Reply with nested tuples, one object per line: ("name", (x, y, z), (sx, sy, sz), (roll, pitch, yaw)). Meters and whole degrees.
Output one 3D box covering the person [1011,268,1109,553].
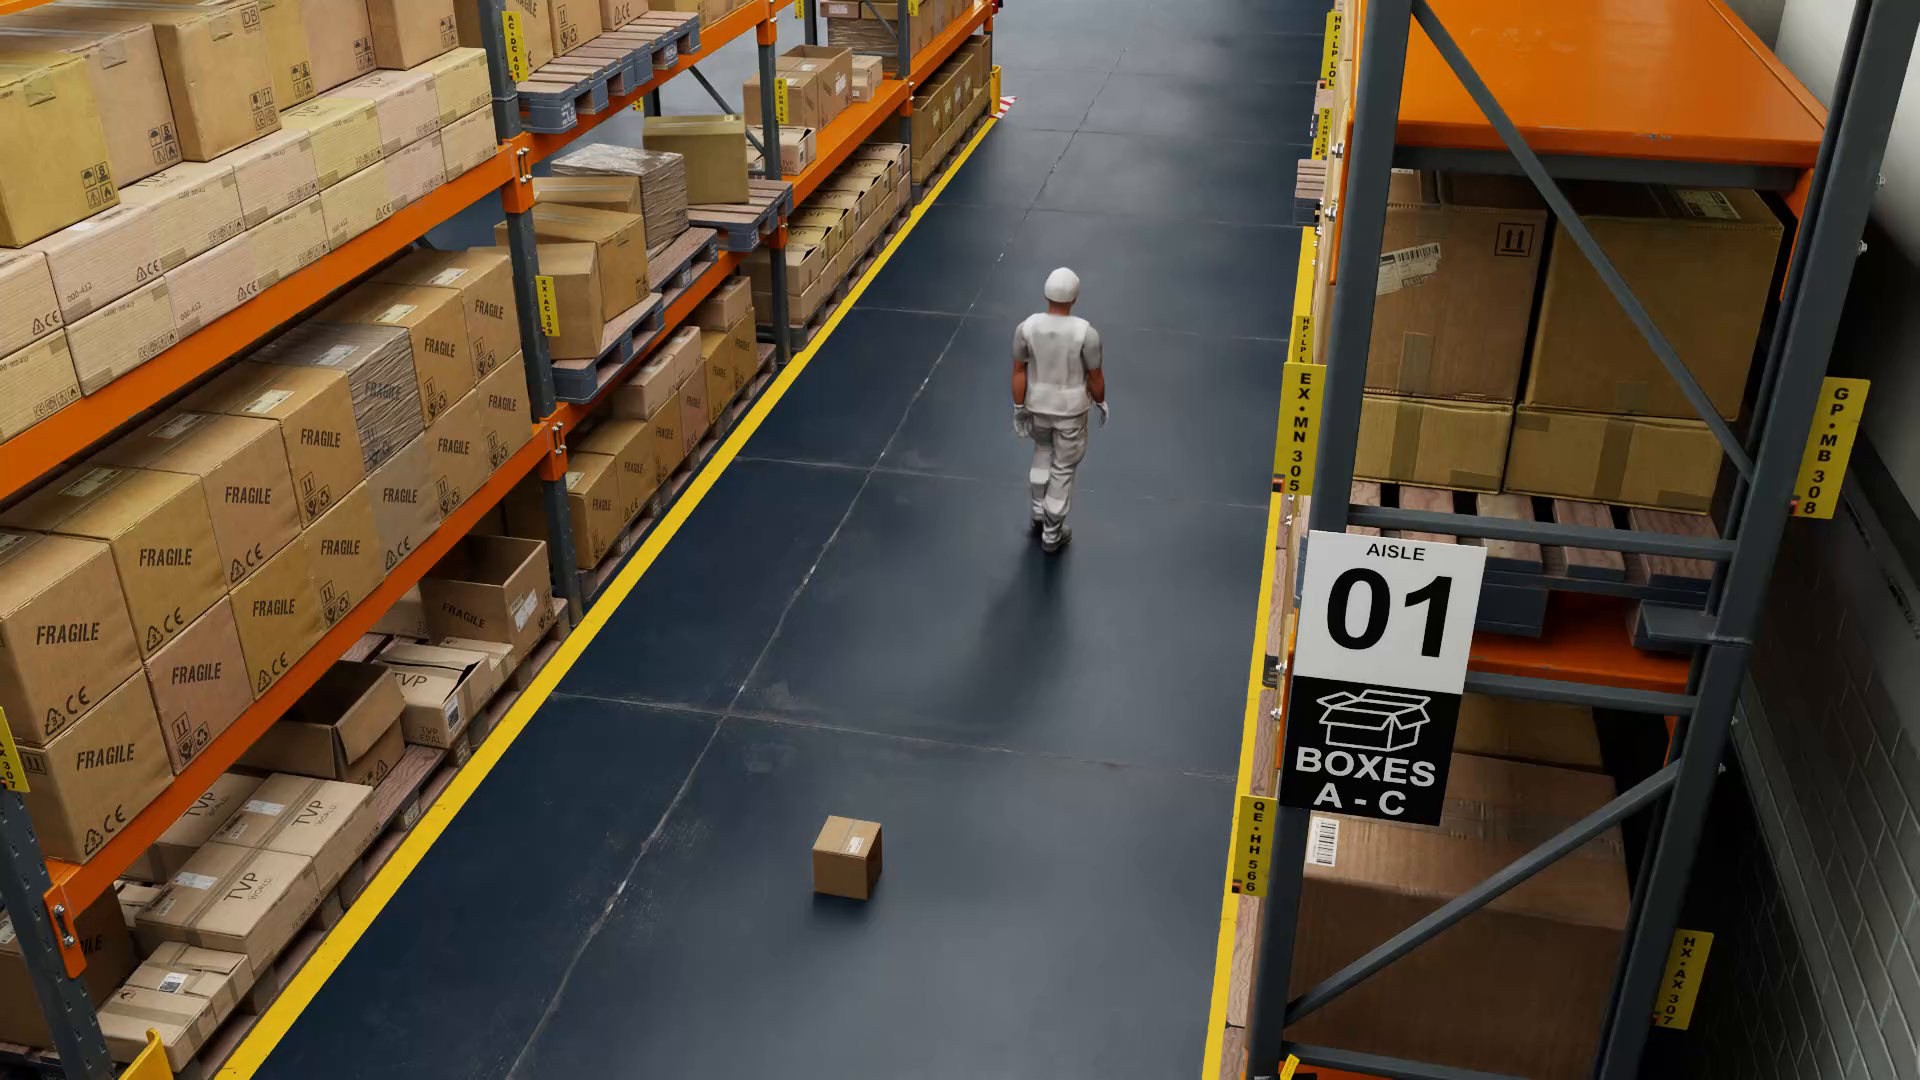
("person", (0.611, -0.784, 10.044), (0.537, 1.838, 0.502), (11, 30, 20))
